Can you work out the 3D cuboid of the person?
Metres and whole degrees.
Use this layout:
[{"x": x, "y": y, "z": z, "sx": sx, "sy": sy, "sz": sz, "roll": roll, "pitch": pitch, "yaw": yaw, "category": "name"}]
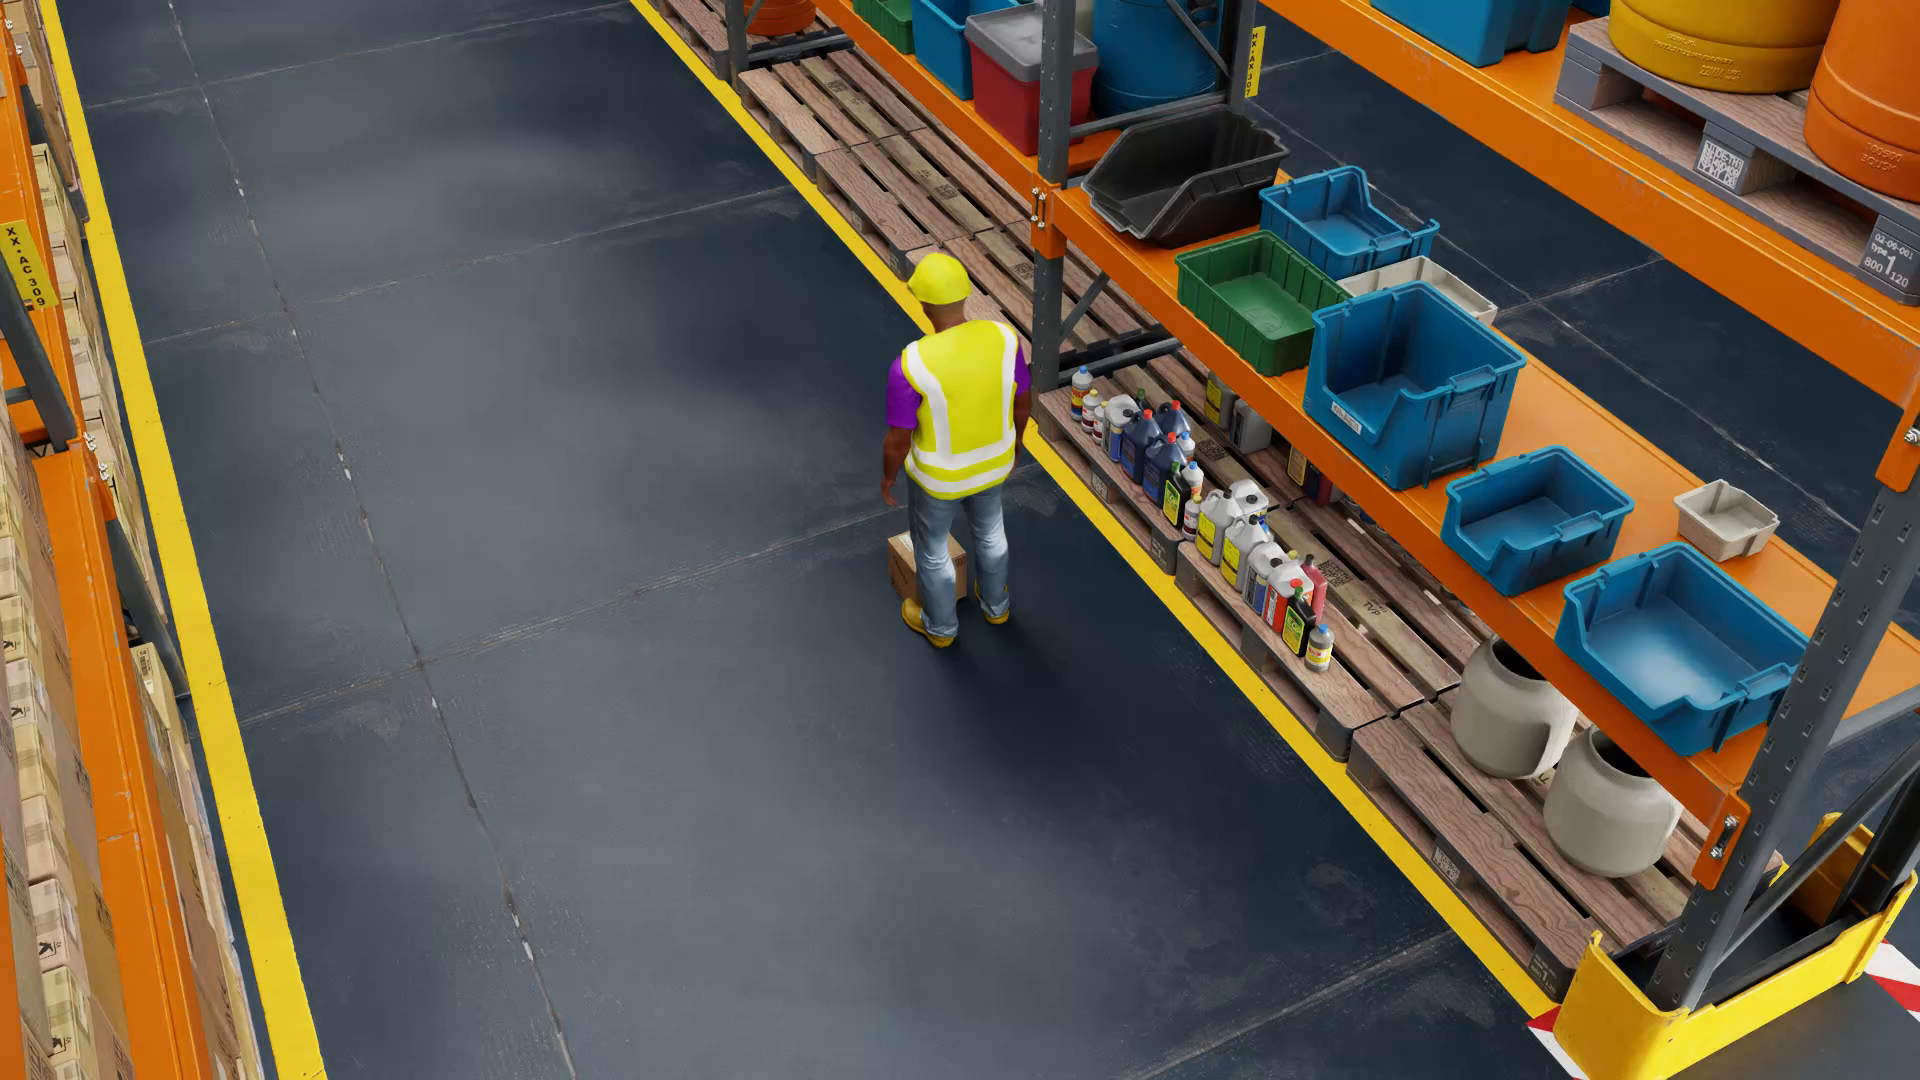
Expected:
[{"x": -0.021, "y": -0.323, "z": 6.516, "sx": 0.628, "sy": 1.761, "sz": 0.456, "roll": -18, "pitch": 44, "yaw": -20, "category": "person"}]
